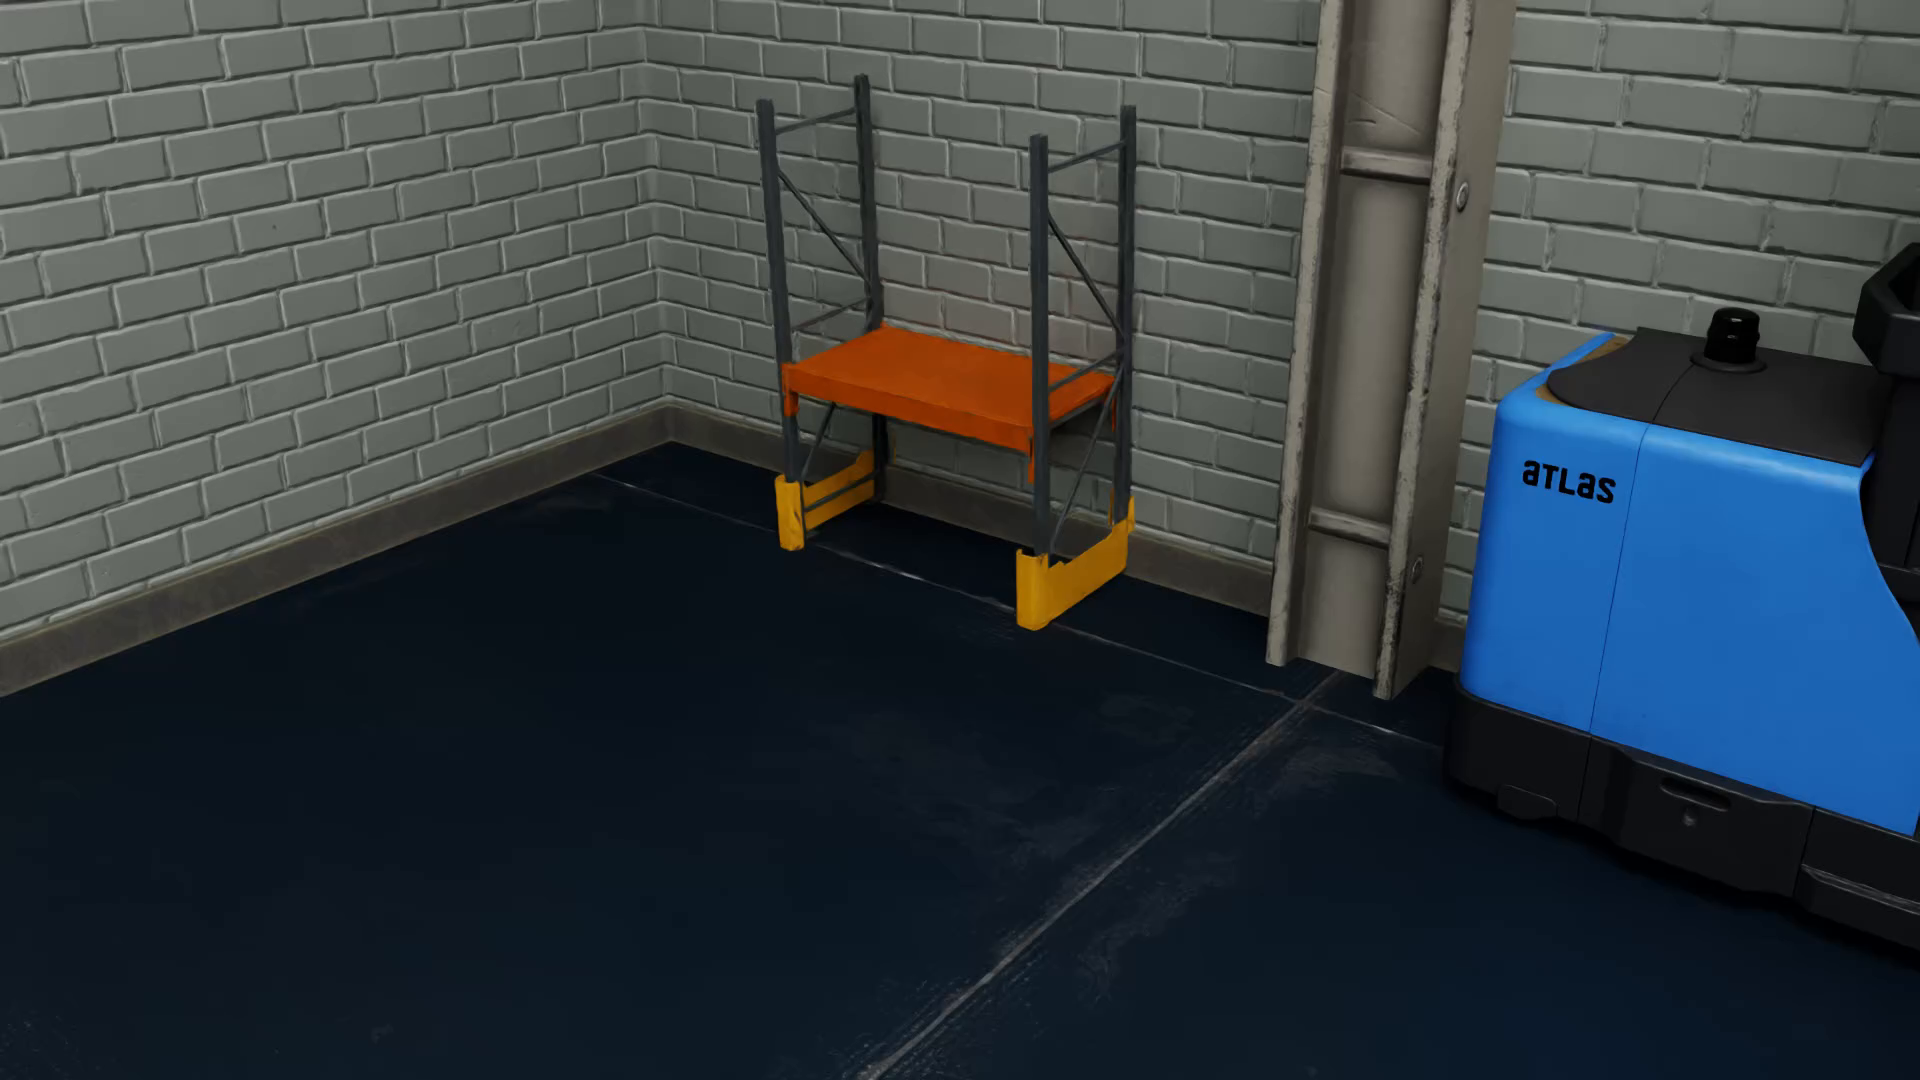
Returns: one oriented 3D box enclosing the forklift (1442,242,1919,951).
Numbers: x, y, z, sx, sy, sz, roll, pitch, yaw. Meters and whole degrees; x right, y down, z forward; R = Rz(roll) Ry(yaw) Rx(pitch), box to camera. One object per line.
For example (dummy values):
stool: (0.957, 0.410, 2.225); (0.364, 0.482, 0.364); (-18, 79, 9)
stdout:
forklift: (2.703, -0.470, 3.182); (3.031, 2.935, 1.130); (18, 29, 35)

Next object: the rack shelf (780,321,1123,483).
rack shelf: (-0.028, -0.465, 5.356); (1.000, 0.185, 0.538); (17, 31, 34)

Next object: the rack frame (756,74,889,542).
rack frame: (-0.438, -0.750, 5.559); (0.032, 1.500, 0.500); (17, 31, 34)

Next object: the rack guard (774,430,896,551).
rack guard: (-0.419, -0.187, 5.830); (0.087, 0.250, 0.587); (17, 31, 34)

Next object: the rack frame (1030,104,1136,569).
rack frame: (0.372, -0.504, 4.996); (0.032, 1.500, 0.500); (17, 31, 34)

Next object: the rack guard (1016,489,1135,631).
rack guard: (0.375, 0.054, 5.278); (0.087, 0.250, 0.587); (17, 31, 34)

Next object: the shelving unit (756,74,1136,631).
shelving unit: (-0.040, -0.629, 5.283); (1.083, 1.500, 0.587); (17, 31, 34)
